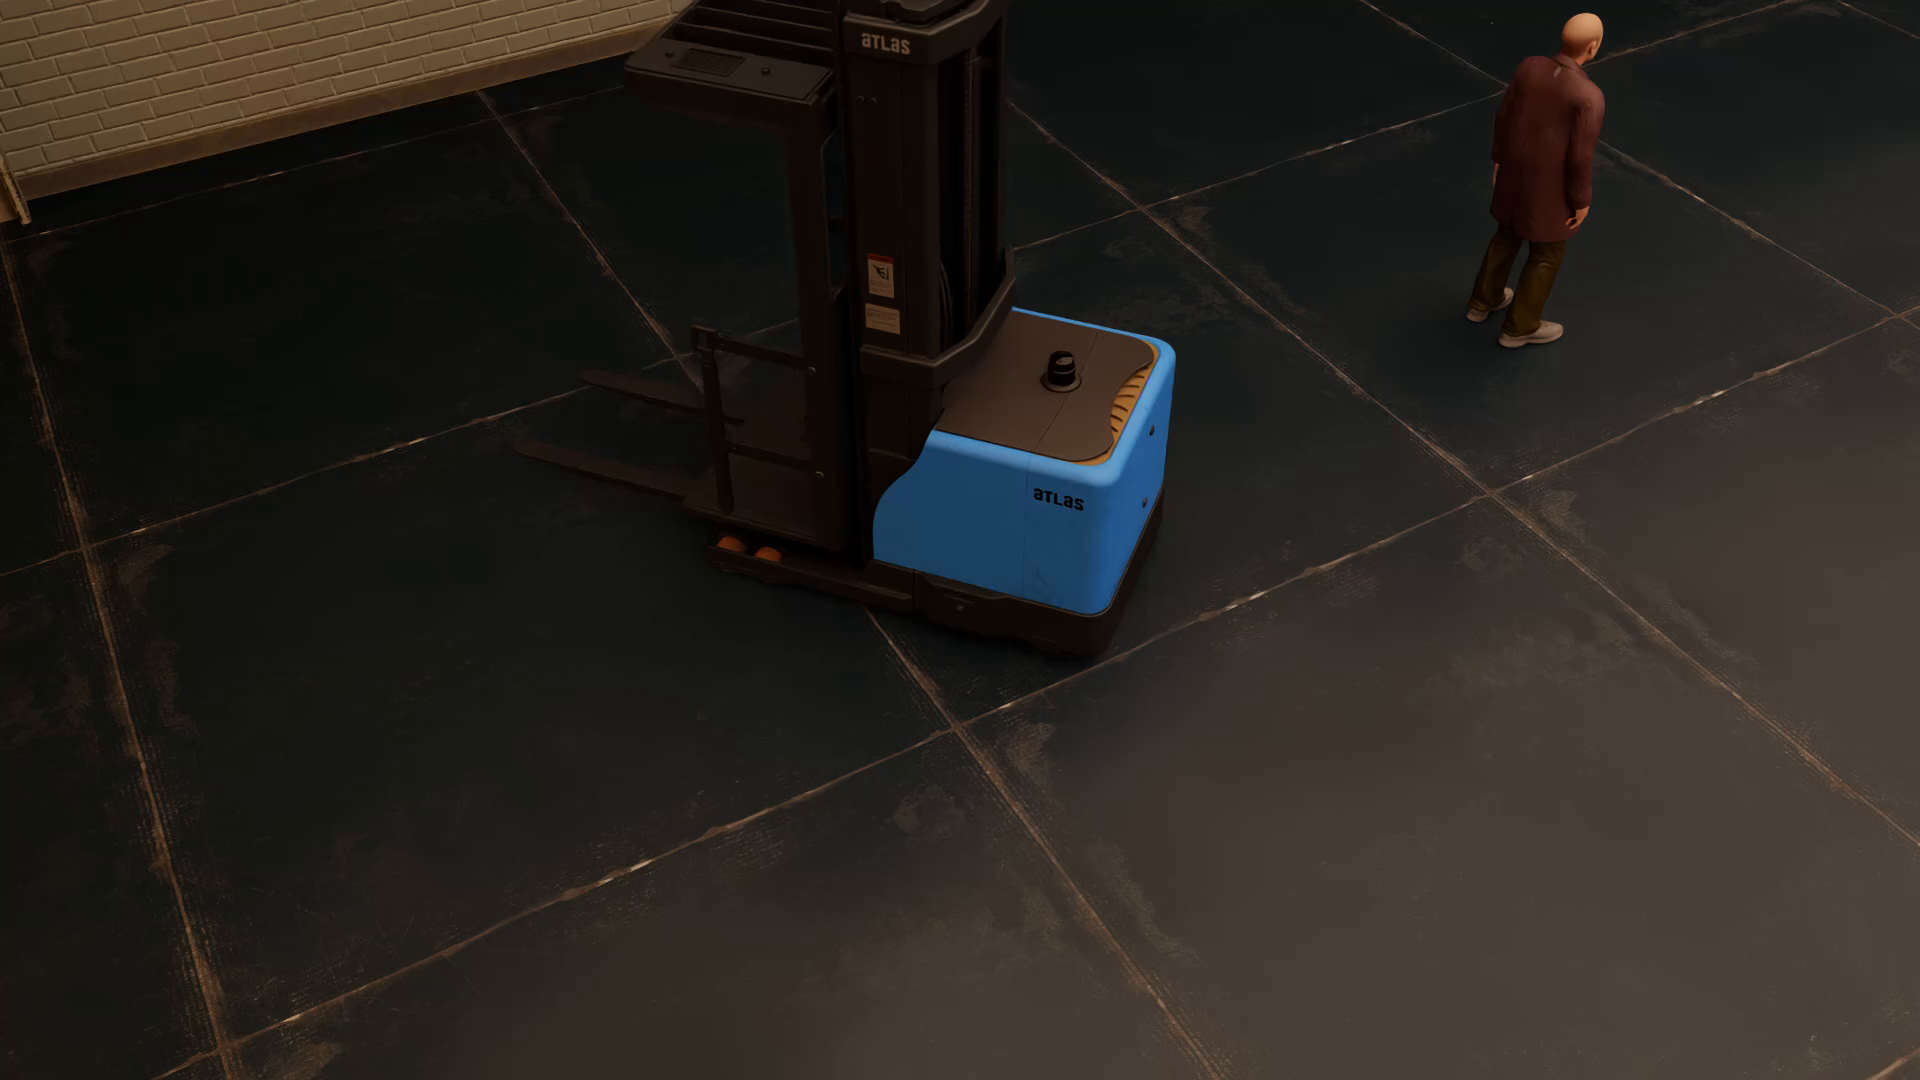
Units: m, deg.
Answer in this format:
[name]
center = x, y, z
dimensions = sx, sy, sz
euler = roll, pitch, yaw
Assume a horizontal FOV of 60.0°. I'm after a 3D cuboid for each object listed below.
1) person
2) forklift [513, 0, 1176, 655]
[person]
center = 2.980, -1.840, 8.535
dimensions = 0.437, 1.774, 0.644
euler = -22, 47, -22
[forklift]
center = -0.622, -1.198, 6.990
dimensions = 3.031, 2.935, 1.130
euler = 14, 45, 15
